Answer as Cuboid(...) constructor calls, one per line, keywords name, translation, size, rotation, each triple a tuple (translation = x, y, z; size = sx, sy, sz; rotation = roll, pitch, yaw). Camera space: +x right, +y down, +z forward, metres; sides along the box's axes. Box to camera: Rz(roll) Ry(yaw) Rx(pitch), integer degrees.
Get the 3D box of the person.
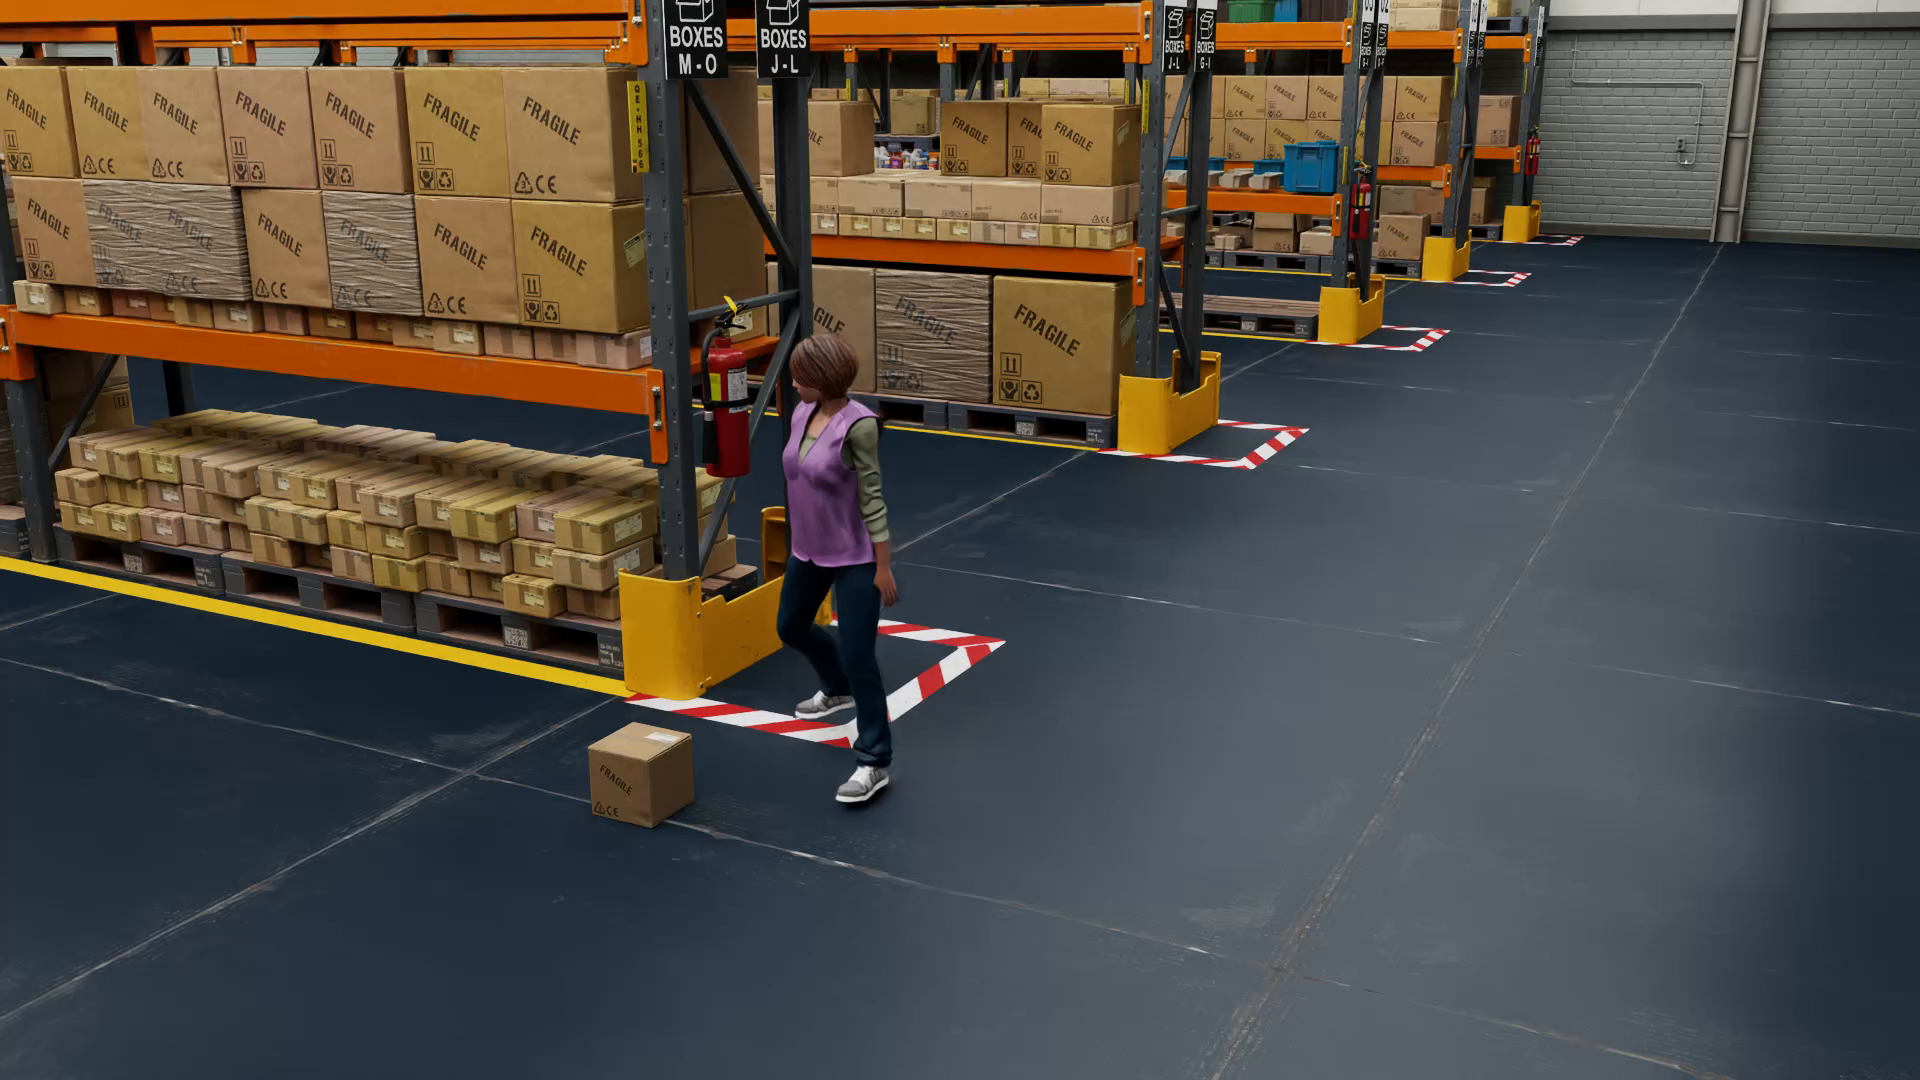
Cuboid(name="person", translation=(-0.441, 0.045, 5.843), size=(0.670, 1.585, 0.522), rotation=(15, 22, 43))
